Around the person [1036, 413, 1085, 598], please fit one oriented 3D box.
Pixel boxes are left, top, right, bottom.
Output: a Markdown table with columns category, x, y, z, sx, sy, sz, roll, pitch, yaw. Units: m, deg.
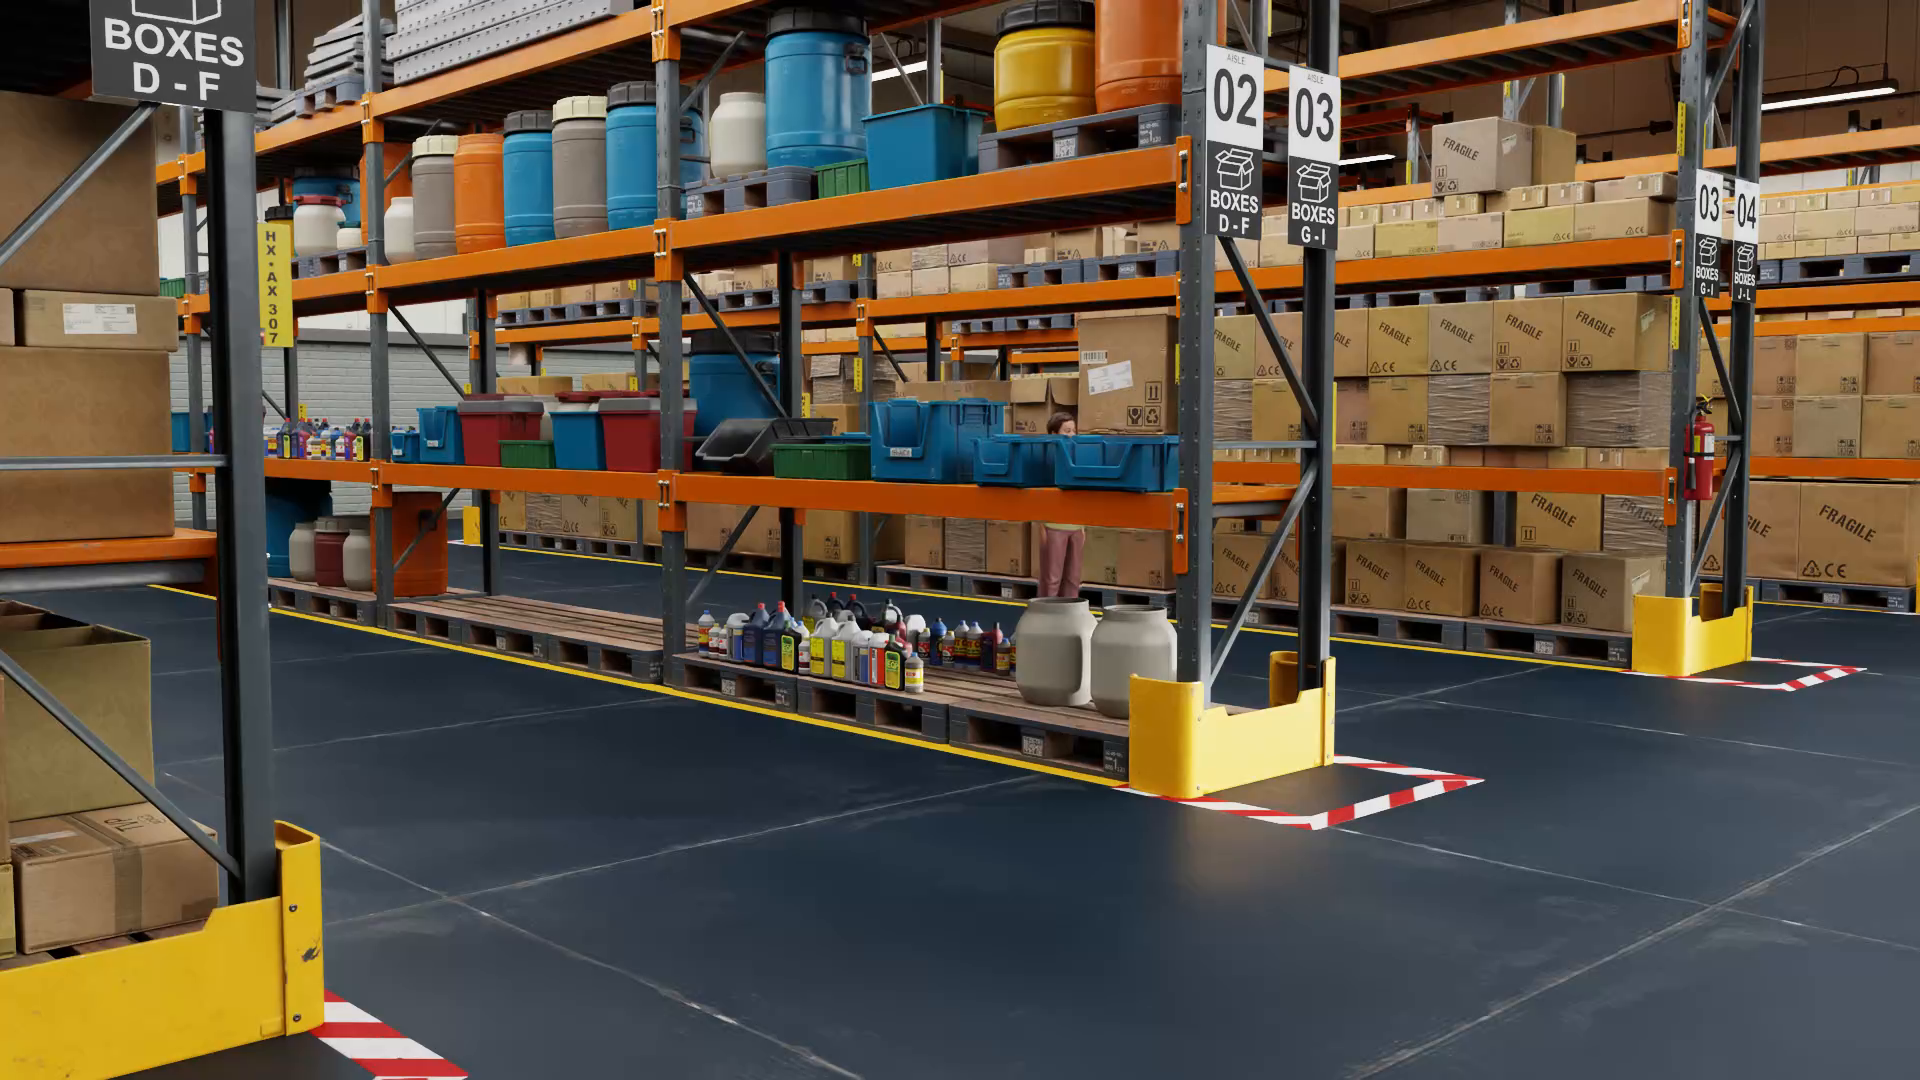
| category | x | y | z | sx | sy | sz | roll | pitch | yaw |
| --- | --- | --- | --- | --- | --- | --- | --- | --- | --- |
| person | 0.727 | -0.067 | 11.884 | 0.447 | 1.674 | 0.351 | -4 | 5 | -42 |
